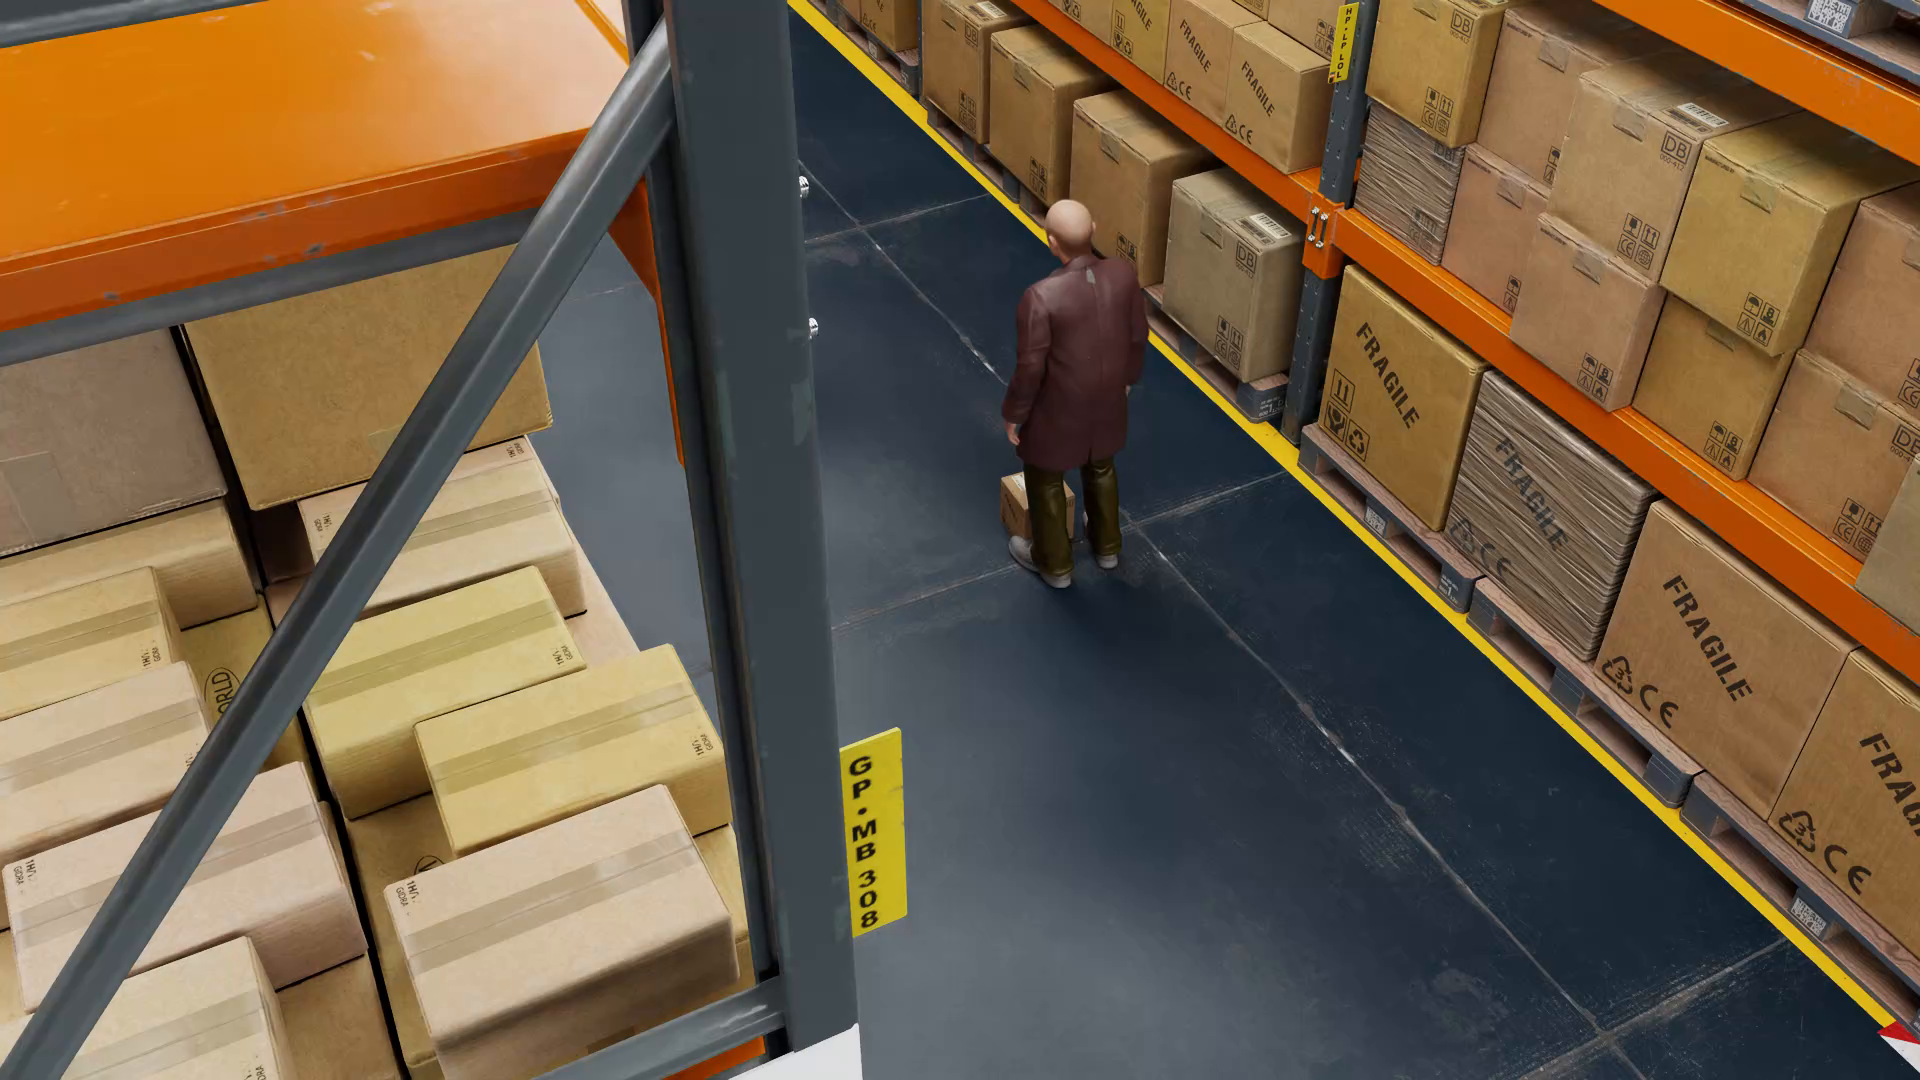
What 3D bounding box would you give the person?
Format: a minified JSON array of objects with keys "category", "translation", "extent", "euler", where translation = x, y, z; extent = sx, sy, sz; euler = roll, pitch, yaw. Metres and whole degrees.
[{"category":"person","translation":[0.464,-0.578,6.841],"extent":[0.652,1.774,0.417],"euler":[-19,44,-21]}]
